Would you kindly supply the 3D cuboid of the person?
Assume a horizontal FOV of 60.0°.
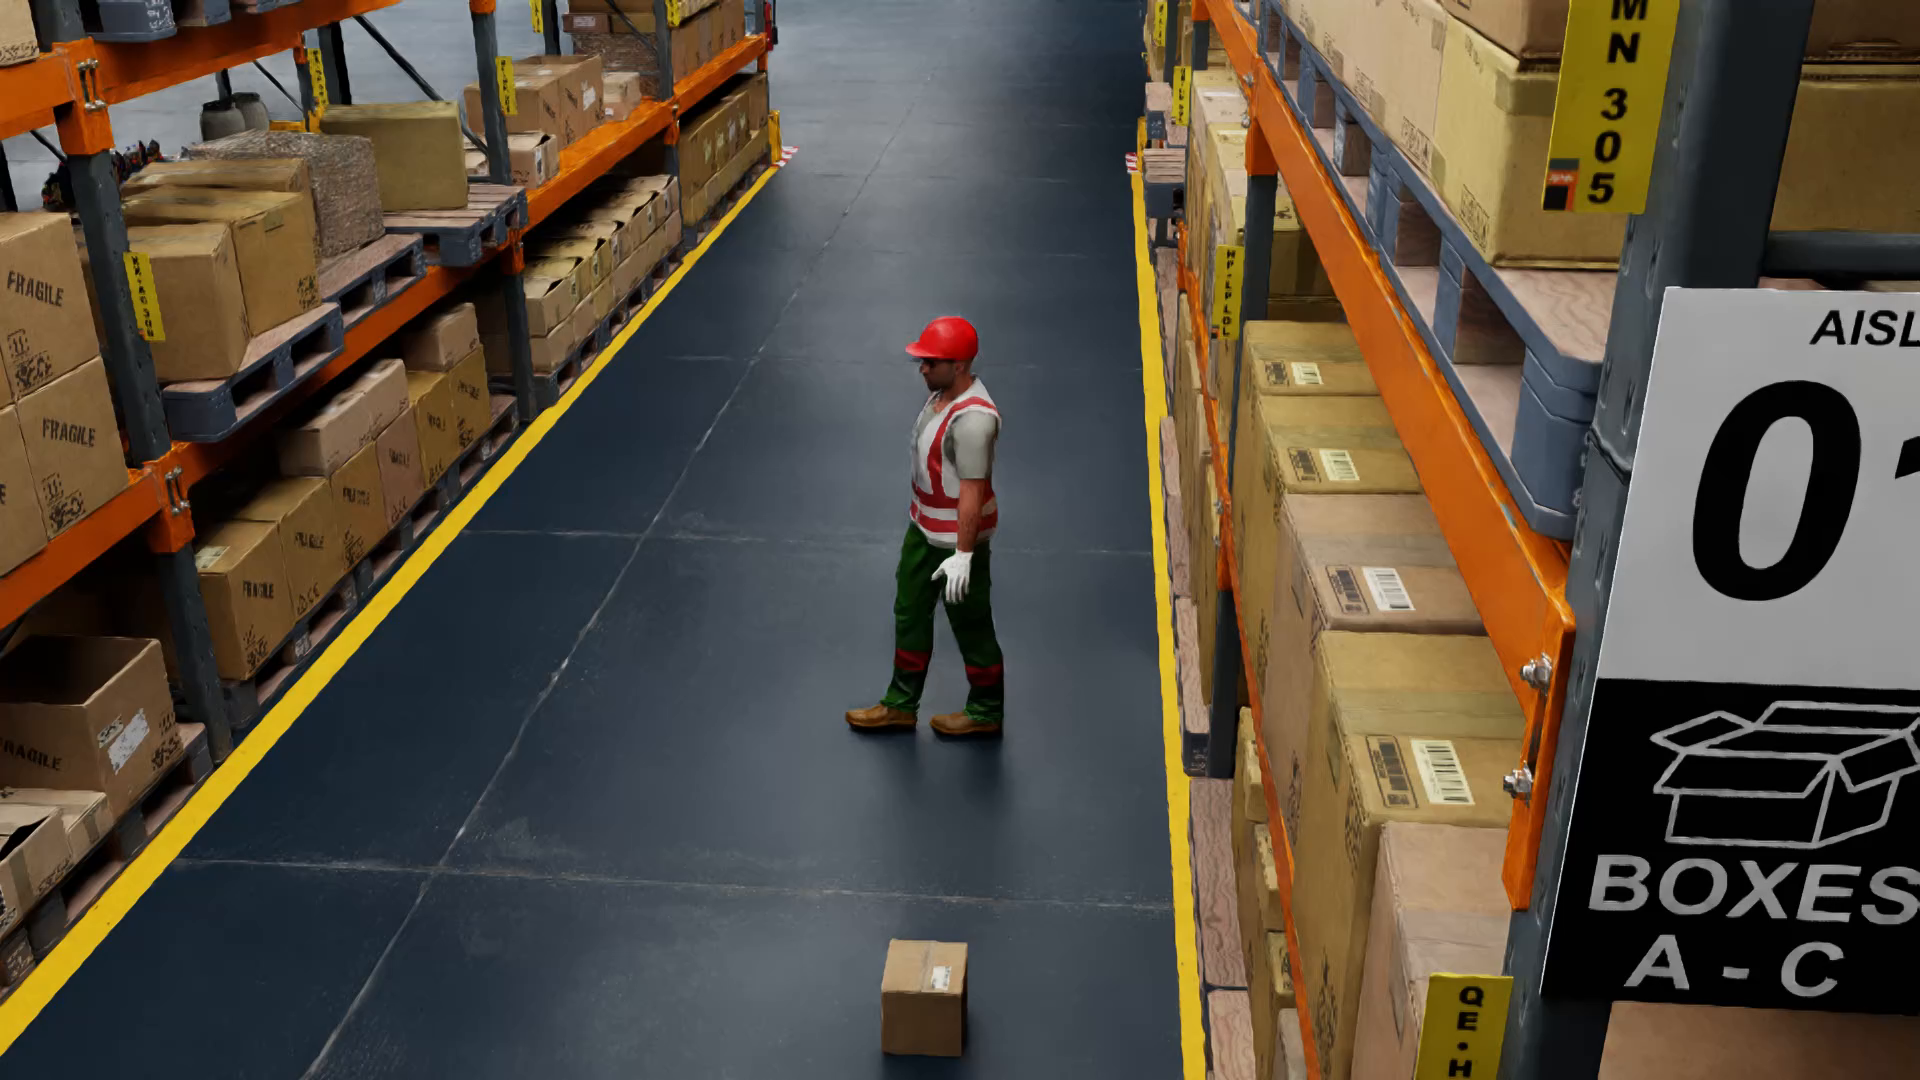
[{"bbox_3d":[-0.137,-0.014,6.582,0.615,1.786,0.665,-10,26,-21],"label":"person"}]
